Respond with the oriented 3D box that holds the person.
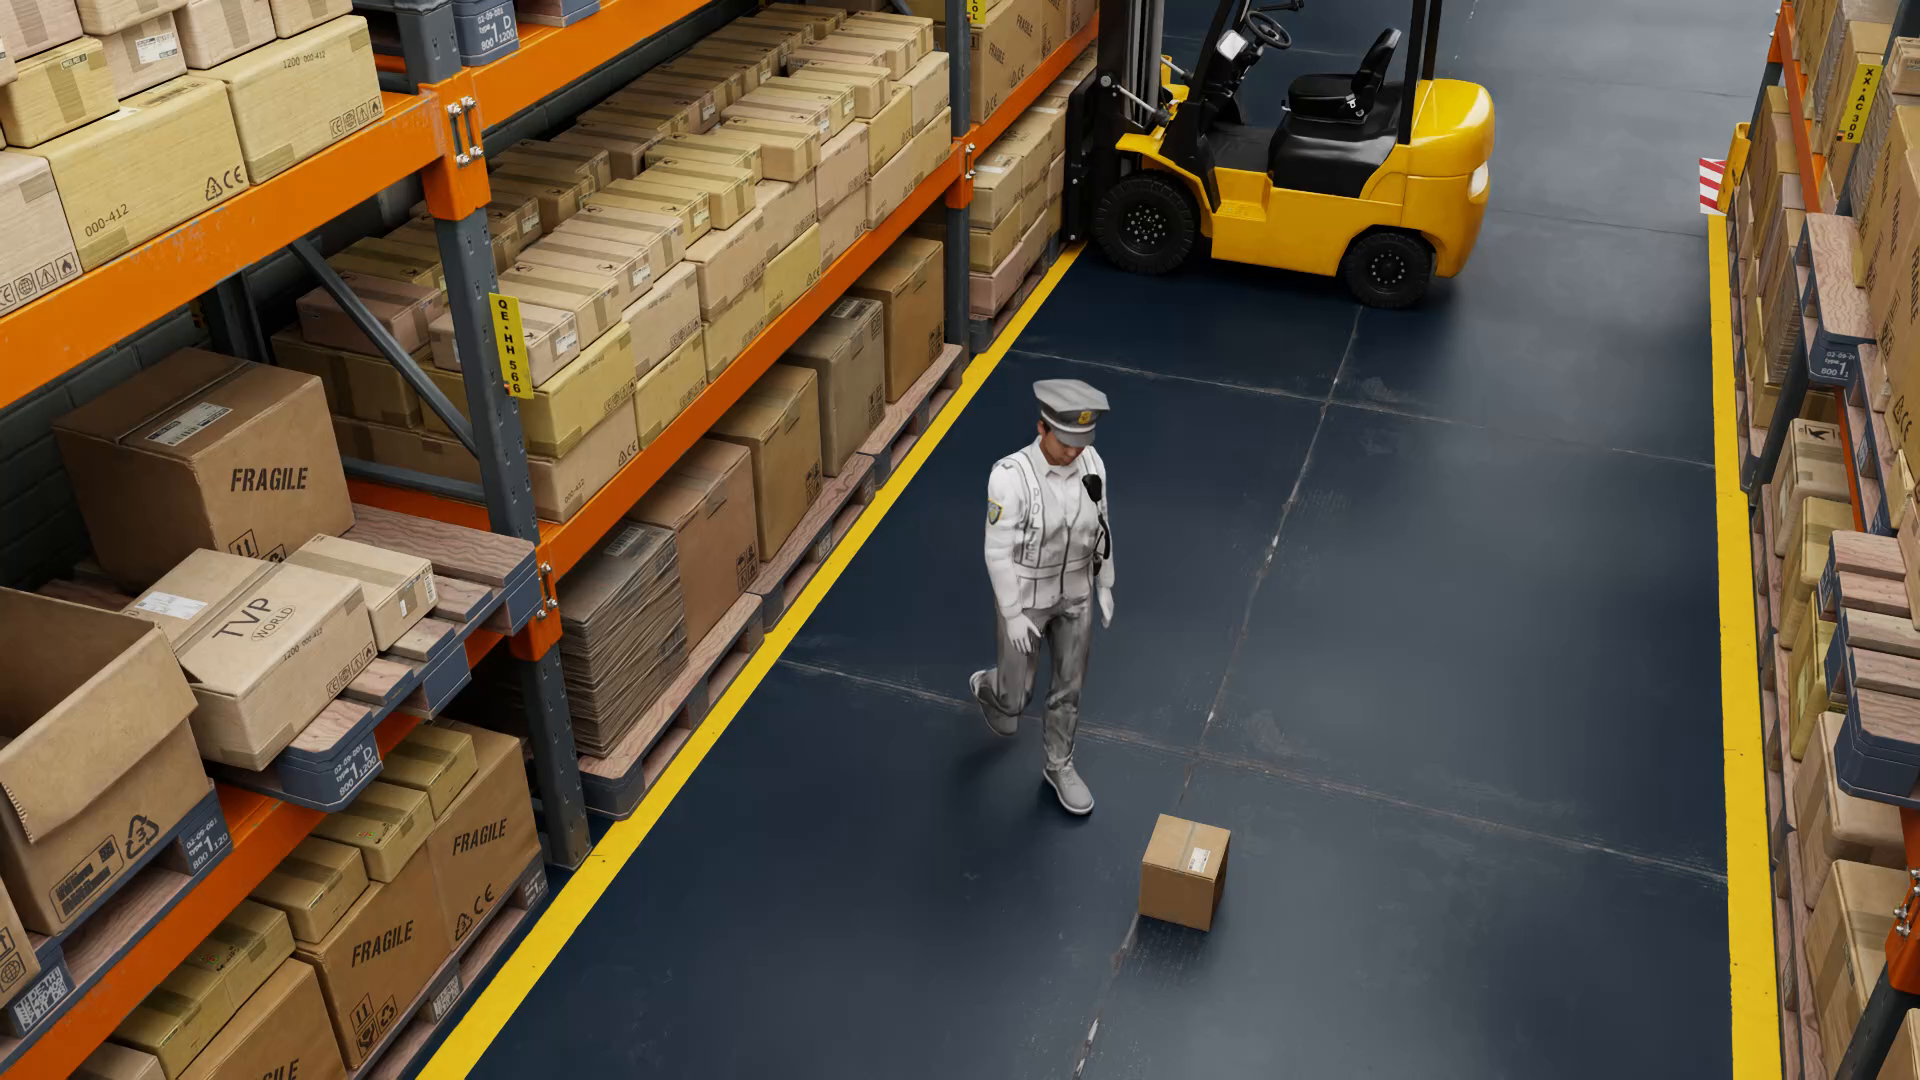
[{"bbox_3d":[0.292,0.175,5.849,0.512,1.657,0.625,-15,36,-21],"label":"person"}]
